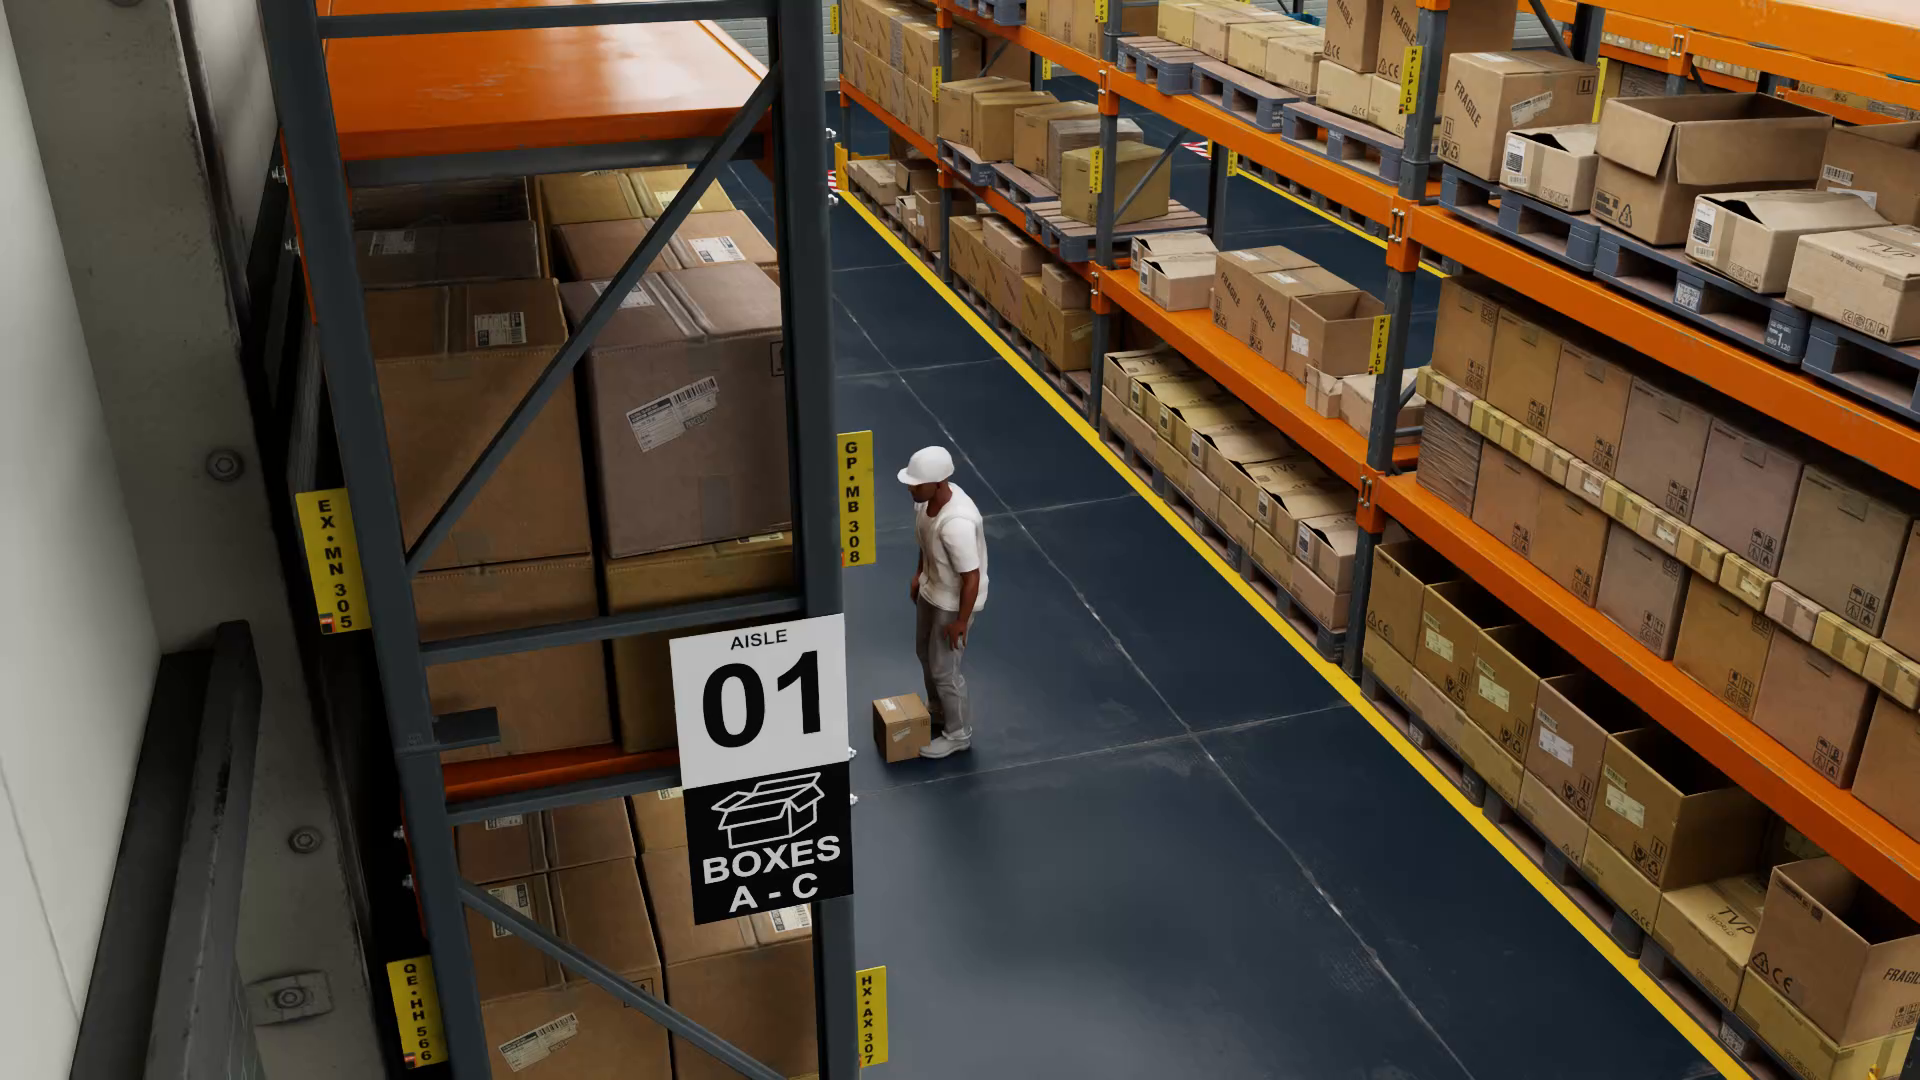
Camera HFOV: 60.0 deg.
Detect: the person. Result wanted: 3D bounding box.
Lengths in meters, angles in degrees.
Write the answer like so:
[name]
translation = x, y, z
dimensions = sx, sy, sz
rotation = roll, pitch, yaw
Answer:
[person]
translation = -0.101, 0.306, 8.722
dimensions = 0.460, 1.759, 0.629
rotation = -10, 28, -19
